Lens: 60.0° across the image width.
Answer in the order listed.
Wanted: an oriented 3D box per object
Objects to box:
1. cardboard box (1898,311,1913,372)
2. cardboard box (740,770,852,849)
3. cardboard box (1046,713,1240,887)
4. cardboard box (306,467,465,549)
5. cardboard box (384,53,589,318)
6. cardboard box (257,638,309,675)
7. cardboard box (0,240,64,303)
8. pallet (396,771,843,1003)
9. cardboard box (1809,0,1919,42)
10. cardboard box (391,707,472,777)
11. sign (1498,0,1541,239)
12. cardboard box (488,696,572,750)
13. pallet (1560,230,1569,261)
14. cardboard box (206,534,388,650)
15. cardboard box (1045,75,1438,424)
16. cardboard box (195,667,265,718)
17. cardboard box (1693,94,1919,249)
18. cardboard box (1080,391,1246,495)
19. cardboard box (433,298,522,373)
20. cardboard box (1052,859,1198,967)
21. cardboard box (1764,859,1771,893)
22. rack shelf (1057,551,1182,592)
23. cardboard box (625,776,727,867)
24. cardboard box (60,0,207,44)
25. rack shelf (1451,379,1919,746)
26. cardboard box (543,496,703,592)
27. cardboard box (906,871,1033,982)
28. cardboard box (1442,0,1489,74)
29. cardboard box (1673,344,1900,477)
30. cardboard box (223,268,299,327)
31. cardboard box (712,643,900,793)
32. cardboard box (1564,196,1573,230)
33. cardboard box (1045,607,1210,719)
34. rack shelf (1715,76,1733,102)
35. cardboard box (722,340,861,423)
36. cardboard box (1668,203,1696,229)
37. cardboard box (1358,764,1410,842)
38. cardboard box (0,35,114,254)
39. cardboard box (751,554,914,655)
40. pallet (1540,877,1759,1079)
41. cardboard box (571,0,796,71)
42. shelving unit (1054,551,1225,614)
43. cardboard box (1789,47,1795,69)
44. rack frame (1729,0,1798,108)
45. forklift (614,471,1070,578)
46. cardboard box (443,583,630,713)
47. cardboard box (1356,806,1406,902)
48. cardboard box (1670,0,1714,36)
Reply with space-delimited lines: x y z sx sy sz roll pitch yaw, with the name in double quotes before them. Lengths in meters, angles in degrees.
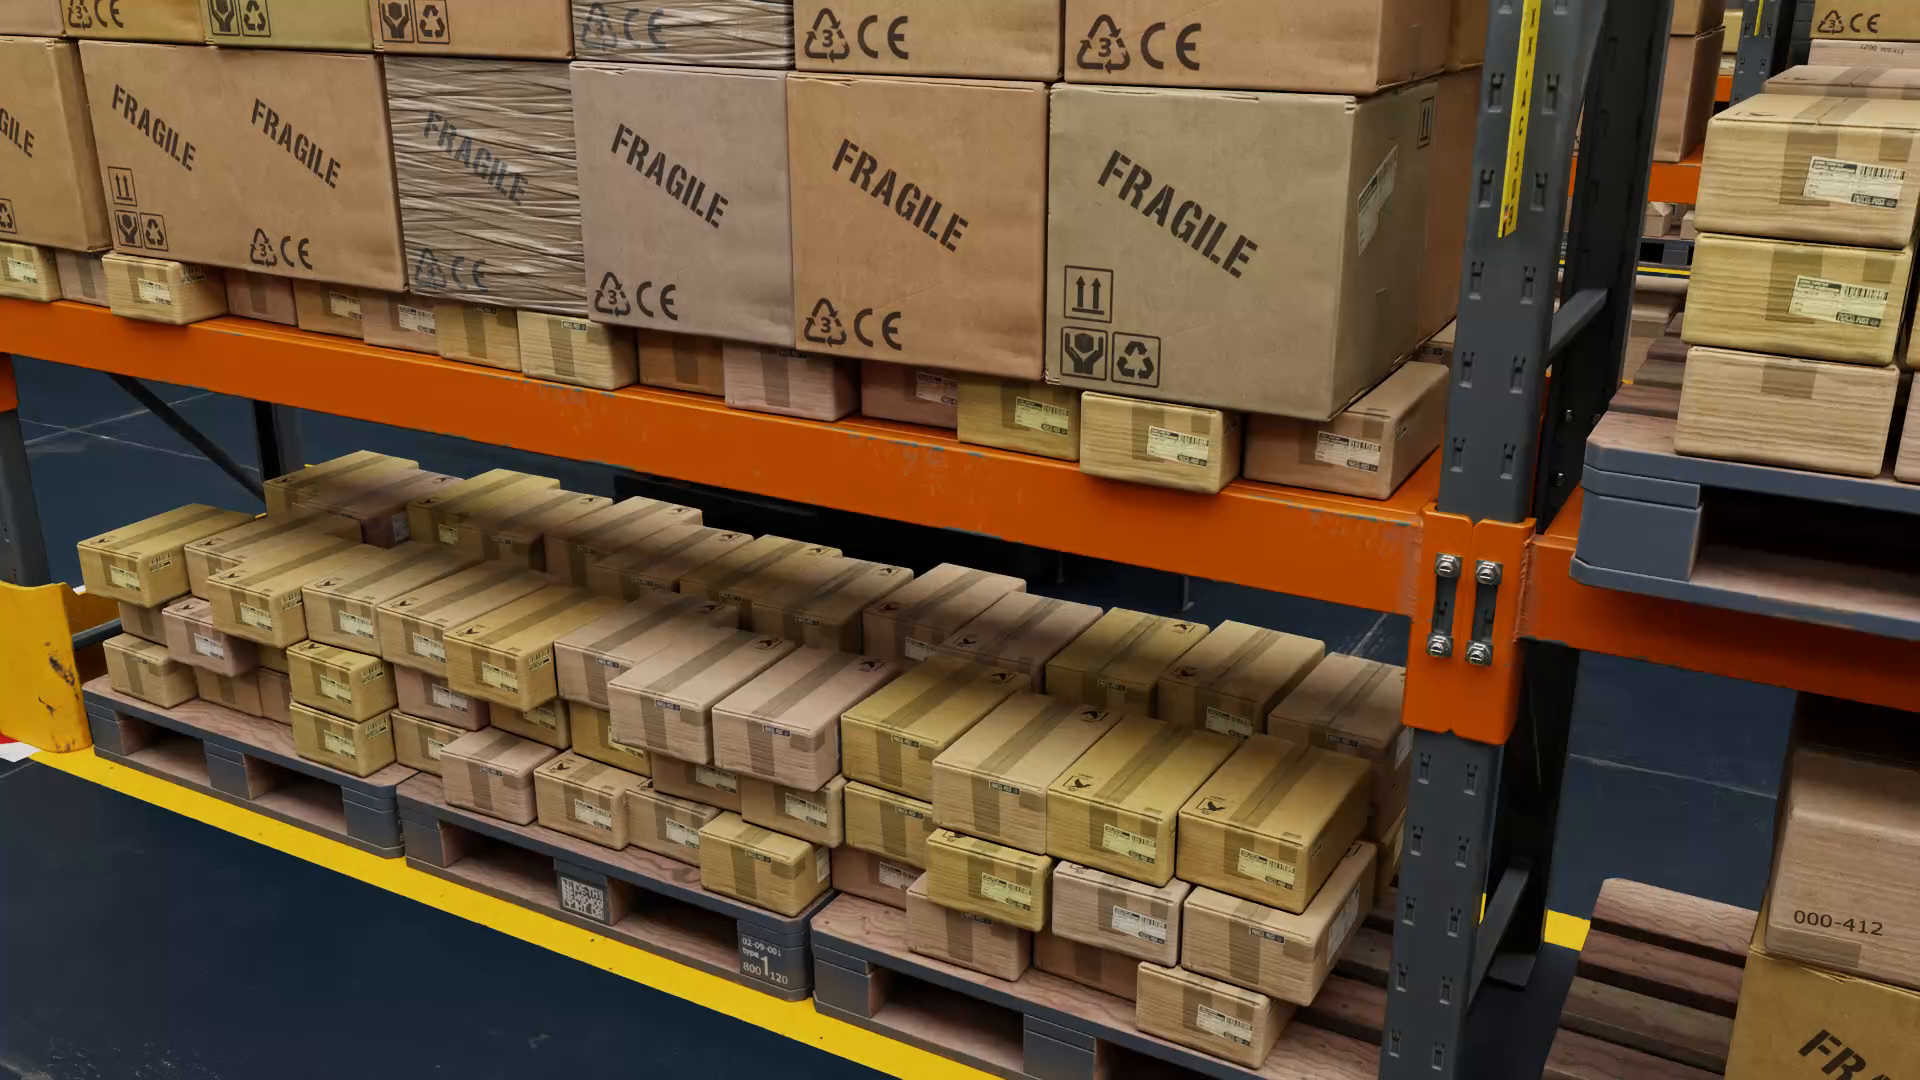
"cardboard box" 1.713 -0.377 2.759 0.250 0.149 0.380 11 23 28
"cardboard box" -0.275 0.509 3.692 0.250 0.149 0.380 11 23 29
"cardboard box" 0.363 0.503 3.273 0.250 0.149 0.380 11 23 28
"cardboard box" -1.672 -0.079 4.876 0.250 0.149 0.380 11 23 28
"cardboard box" -0.843 -0.794 3.572 0.500 0.500 0.500 10 22 26
"cardboard box" -1.649 0.230 4.461 0.250 0.149 0.380 11 23 28
"cardboard box" -2.326 -0.744 4.385 0.250 0.149 0.380 11 22 27
"pallet" -0.630 0.659 4.239 1.213 0.211 1.003 11 23 27
"cardboard box" 3.613 -2.197 6.410 0.500 0.500 0.500 11 23 28
"cardboard box" -1.220 0.459 4.265 0.250 0.149 0.380 11 23 27
"sign" 0.785 -0.592 2.330 0.005 0.325 0.100 11 23 27
"cardboard box" -0.943 0.353 4.121 0.250 0.149 0.380 12 23 30
"pallet" 4.118 -2.323 12.460 1.213 0.211 1.003 11 23 27
"cardboard box" -1.701 0.128 4.306 0.250 0.149 0.380 11 23 27
"cardboard box" 0.483 -0.531 2.848 0.500 0.500 0.500 11 23 27
"cardboard box" -1.879 0.331 4.619 0.250 0.149 0.380 11 23 27
"cardboard box" 1.163 -0.505 2.238 0.250 0.149 0.380 12 23 30
"cardboard box" 0.401 -0.218 2.937 0.250 0.149 0.380 10 22 26
"cardboard box" -0.939 -0.500 3.712 0.250 0.149 0.380 12 23 29
"cardboard box" 0.371 0.656 3.287 0.250 0.149 0.380 10 22 25
"cardboard box" 1.812 0.678 3.148 0.500 0.500 0.500 10 22 26
"rack shelf" 0.656 -0.168 5.841 0.480 0.518 0.431 12 23 30
"cardboard box" -0.564 0.595 3.890 0.250 0.149 0.380 11 23 28
"cardboard box" -1.743 -1.435 3.872 0.500 0.500 0.500 12 23 29
"rack shelf" 2.789 0.323 2.132 4.000 0.370 1.077 11 23 27
"cardboard box" -0.927 0.016 4.613 0.250 0.149 0.380 12 23 29
"cardboard box" 0.086 0.738 3.497 0.250 0.149 0.380 10 22 26
"cardboard box" 0.768 -1.153 3.095 0.500 0.500 0.500 11 23 29
"cardboard box" 1.163 -0.225 2.339 0.250 0.149 0.380 10 22 25
"cardboard box" -1.582 -0.651 4.129 0.250 0.149 0.380 12 23 30
"cardboard box" -0.328 0.379 3.613 0.250 0.149 0.380 10 22 25
"cardboard box" 4.415 -2.548 12.041 0.500 0.500 0.700 10 22 25
"cardboard box" 0.387 0.305 3.818 0.250 0.149 0.380 10 22 27
"rack shelf" 4.040 -3.311 12.150 4.000 0.370 1.077 11 23 27
"cardboard box" -0.268 -0.367 3.346 0.250 0.149 0.380 10 22 25
"cardboard box" 5.325 -2.431 11.994 0.500 0.311 0.500 12 23 29
"cardboard box" 0.883 0.499 3.719 0.250 0.149 0.380 12 23 30
"cardboard box" -2.192 -1.043 4.260 0.500 0.500 0.500 12 23 30
"cardboard box" -0.312 0.181 4.159 0.250 0.149 0.380 10 22 25
"pallet" 1.723 1.092 3.046 1.213 0.211 1.003 11 23 27
"cardboard box" -0.393 -1.176 3.160 0.500 0.500 0.500 11 23 29
"shelving unit" 0.656 -0.839 5.598 0.503 2.100 0.431 12 23 30
"cardboard box" 5.626 -3.336 11.532 0.250 0.149 0.380 11 23 27
"rack frame" 3.369 -1.839 7.035 0.127 3.000 1.000 11 23 27
"forklift" -0.782 -1.589 6.449 3.031 2.935 1.130 12 23 30
"cardboard box" -0.999 0.251 3.967 0.250 0.149 0.380 11 23 28
"cardboard box" 0.882 0.638 3.771 0.250 0.149 0.380 10 22 25
"cardboard box" 2.822 -2.352 6.837 0.500 0.500 0.500 11 22 27
